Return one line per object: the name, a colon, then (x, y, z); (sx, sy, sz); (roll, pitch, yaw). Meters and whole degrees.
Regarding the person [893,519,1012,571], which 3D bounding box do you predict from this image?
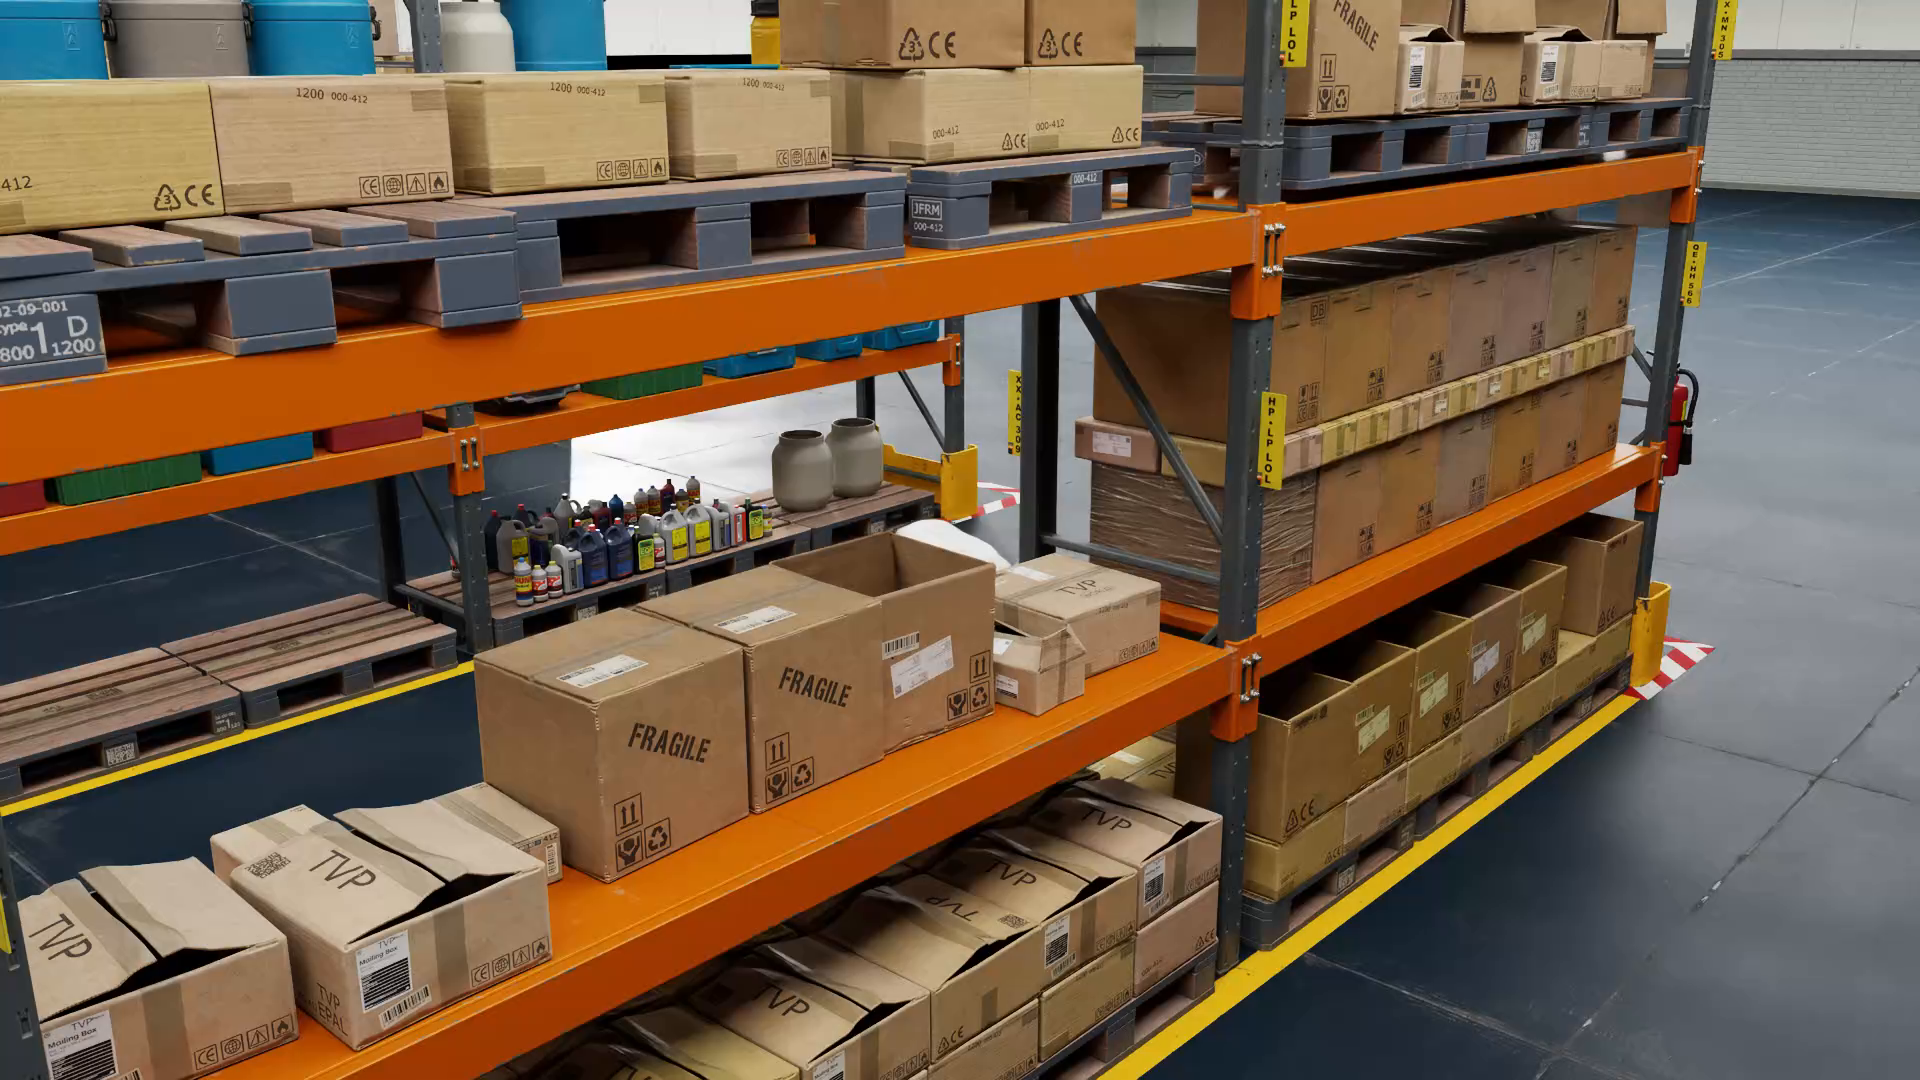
person: (0.025, 0.459, 8.201); (1.009, 1.065, 0.489); (13, 21, 37)
